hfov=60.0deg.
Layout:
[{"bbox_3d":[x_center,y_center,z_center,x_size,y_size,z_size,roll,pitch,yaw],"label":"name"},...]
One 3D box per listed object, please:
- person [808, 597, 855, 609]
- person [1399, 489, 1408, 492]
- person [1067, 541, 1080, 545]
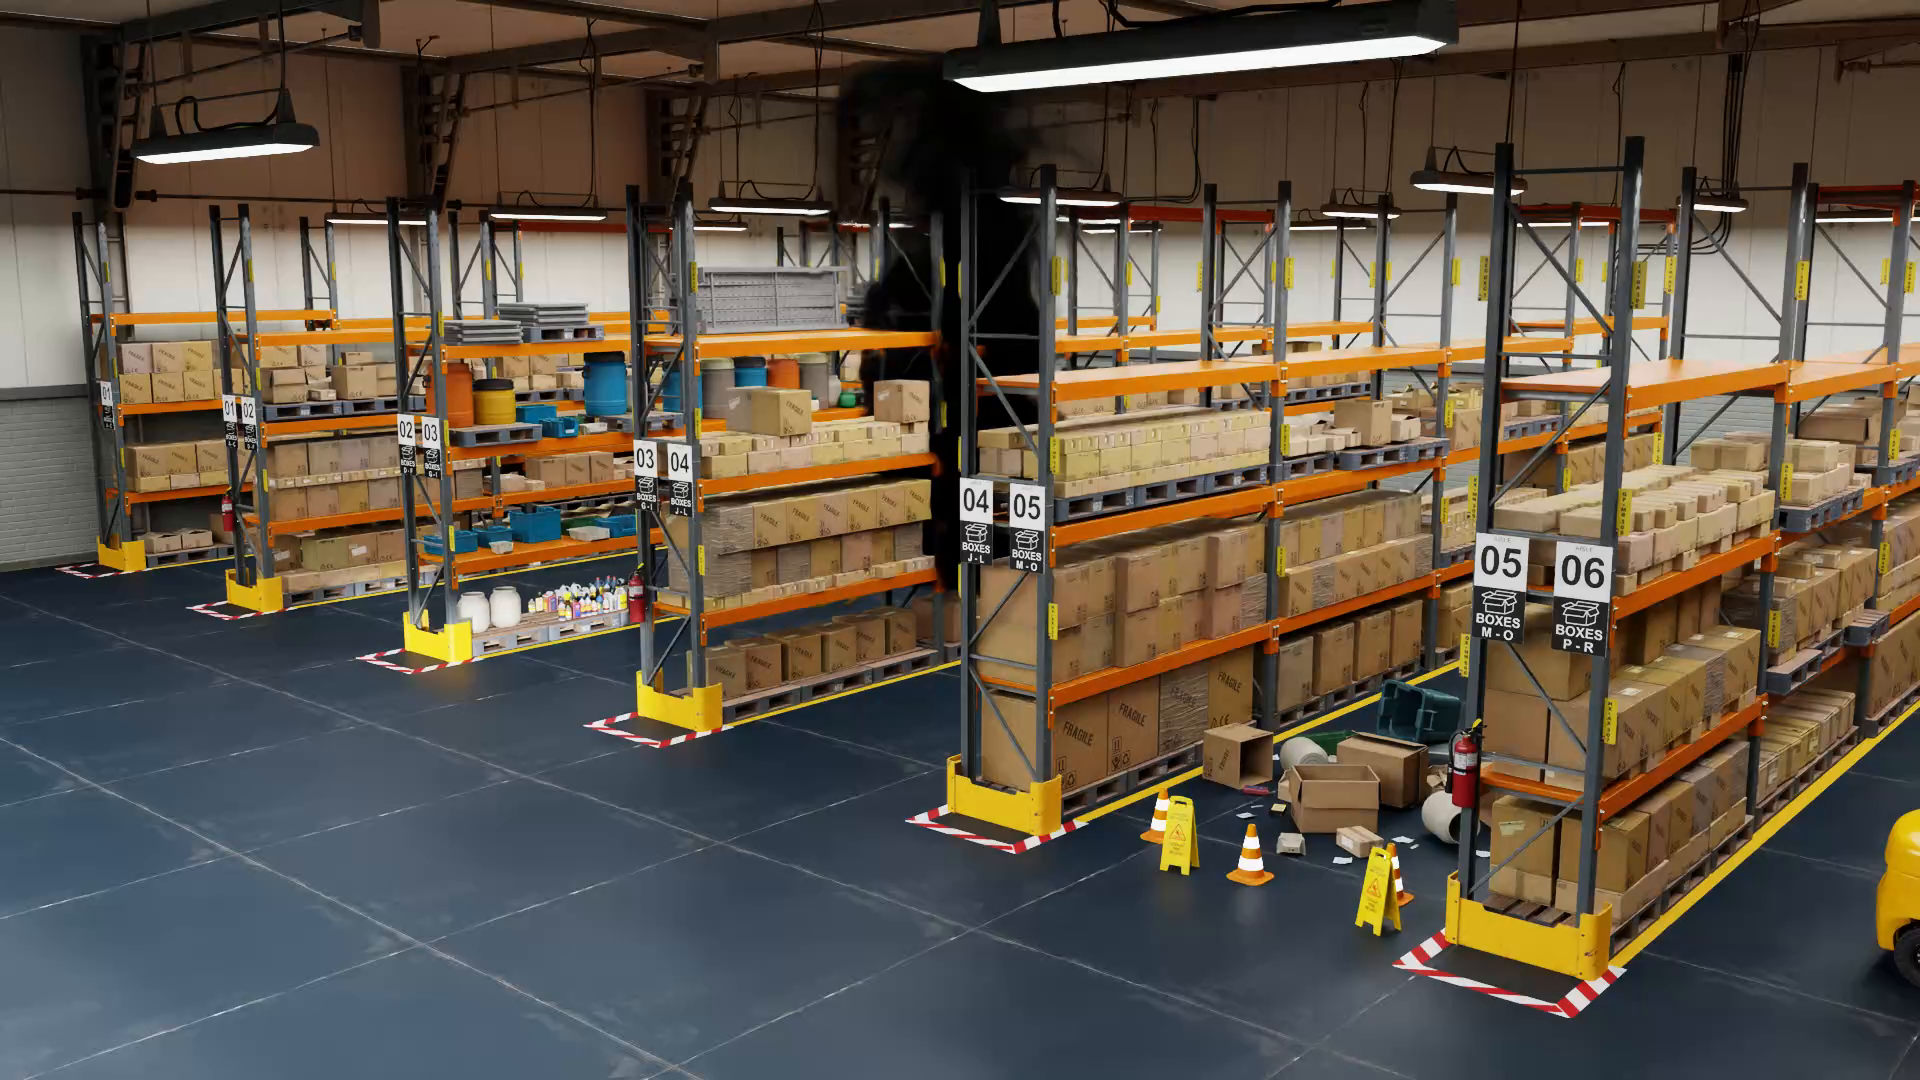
[{"bbox_3d":[-1.832,0.097,23.617,0.710,1.794,0.902,7,12,35],"label":"person"},{"bbox_3d":[6.726,0.087,25.394,0.930,1.746,0.731,-9,13,-42],"label":"person"},{"bbox_3d":[1.654,0.496,21.186,0.718,1.799,0.965,7,12,35],"label":"person"}]
